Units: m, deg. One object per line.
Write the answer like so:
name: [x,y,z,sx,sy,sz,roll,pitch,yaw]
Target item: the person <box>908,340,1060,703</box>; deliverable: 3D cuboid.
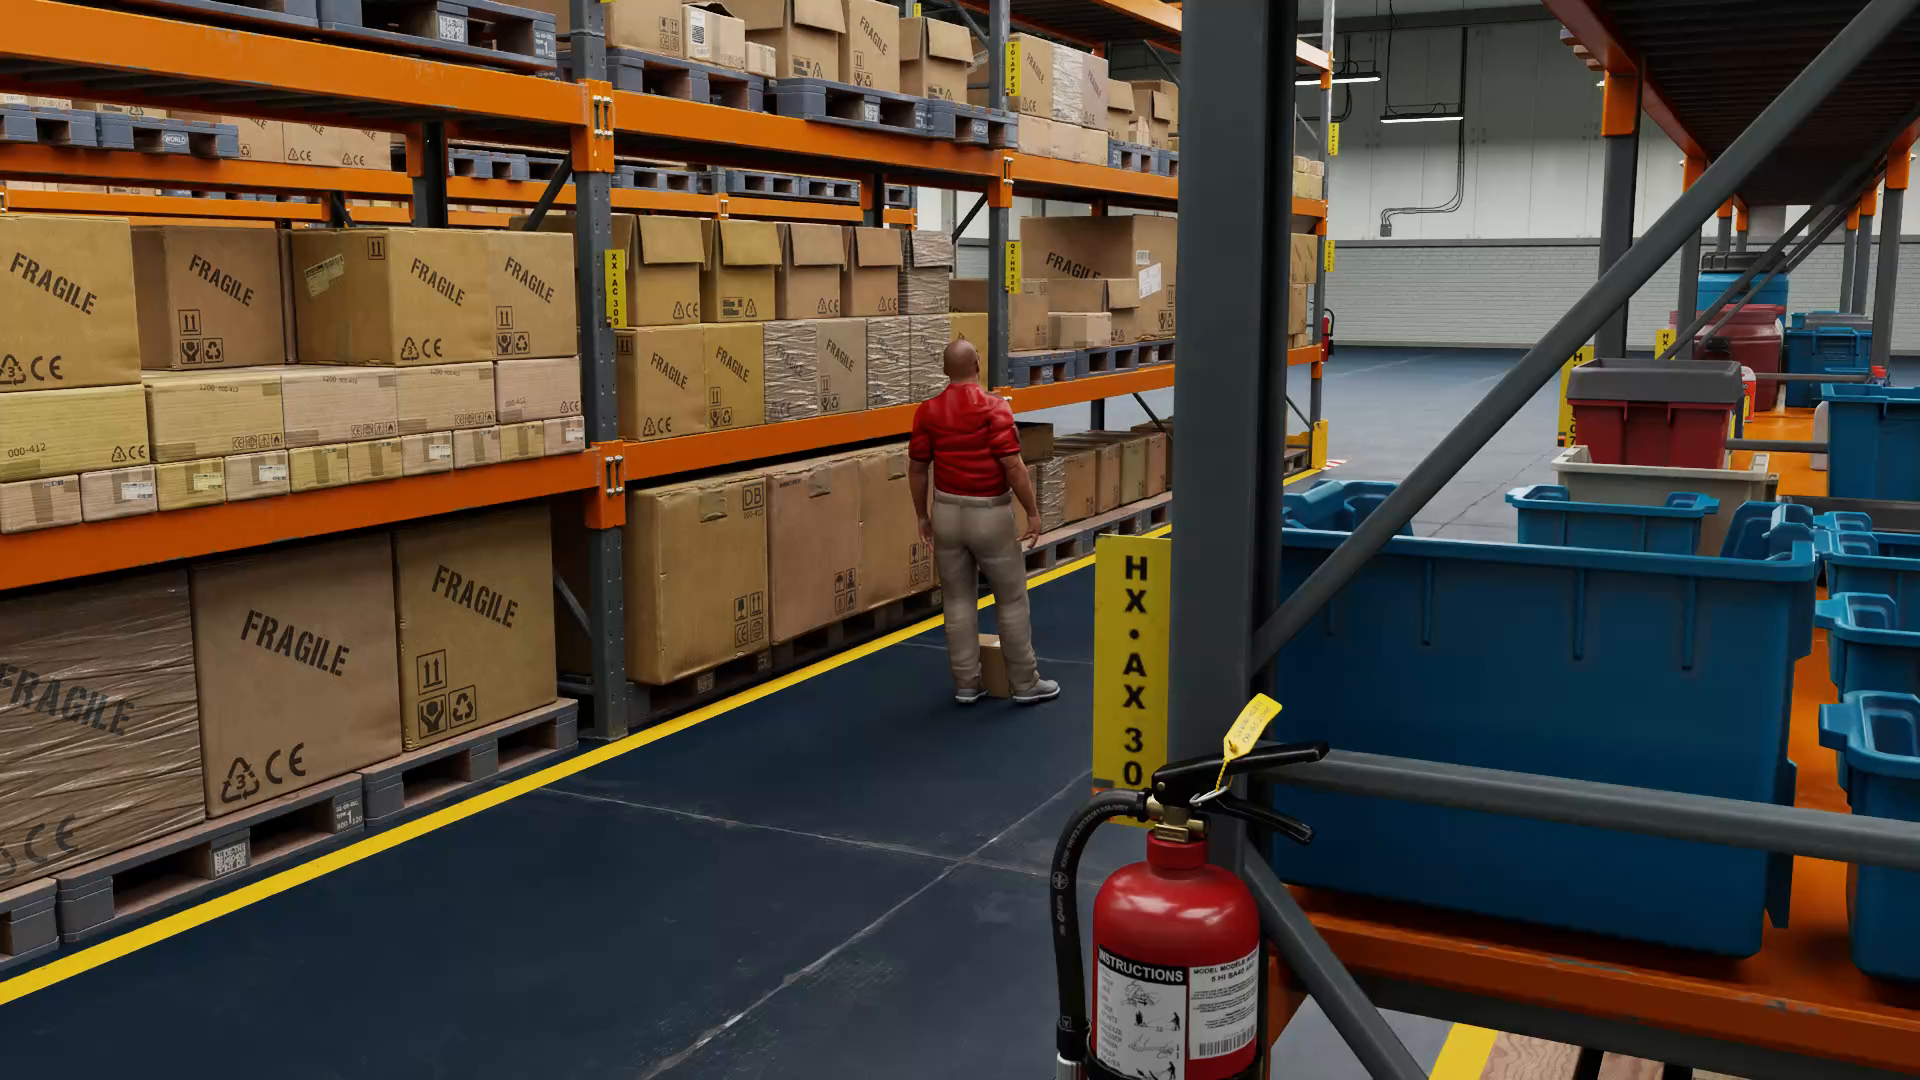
person: [0.109,-0.088,7.911,0.640,1.727,0.550,4,10,24]
